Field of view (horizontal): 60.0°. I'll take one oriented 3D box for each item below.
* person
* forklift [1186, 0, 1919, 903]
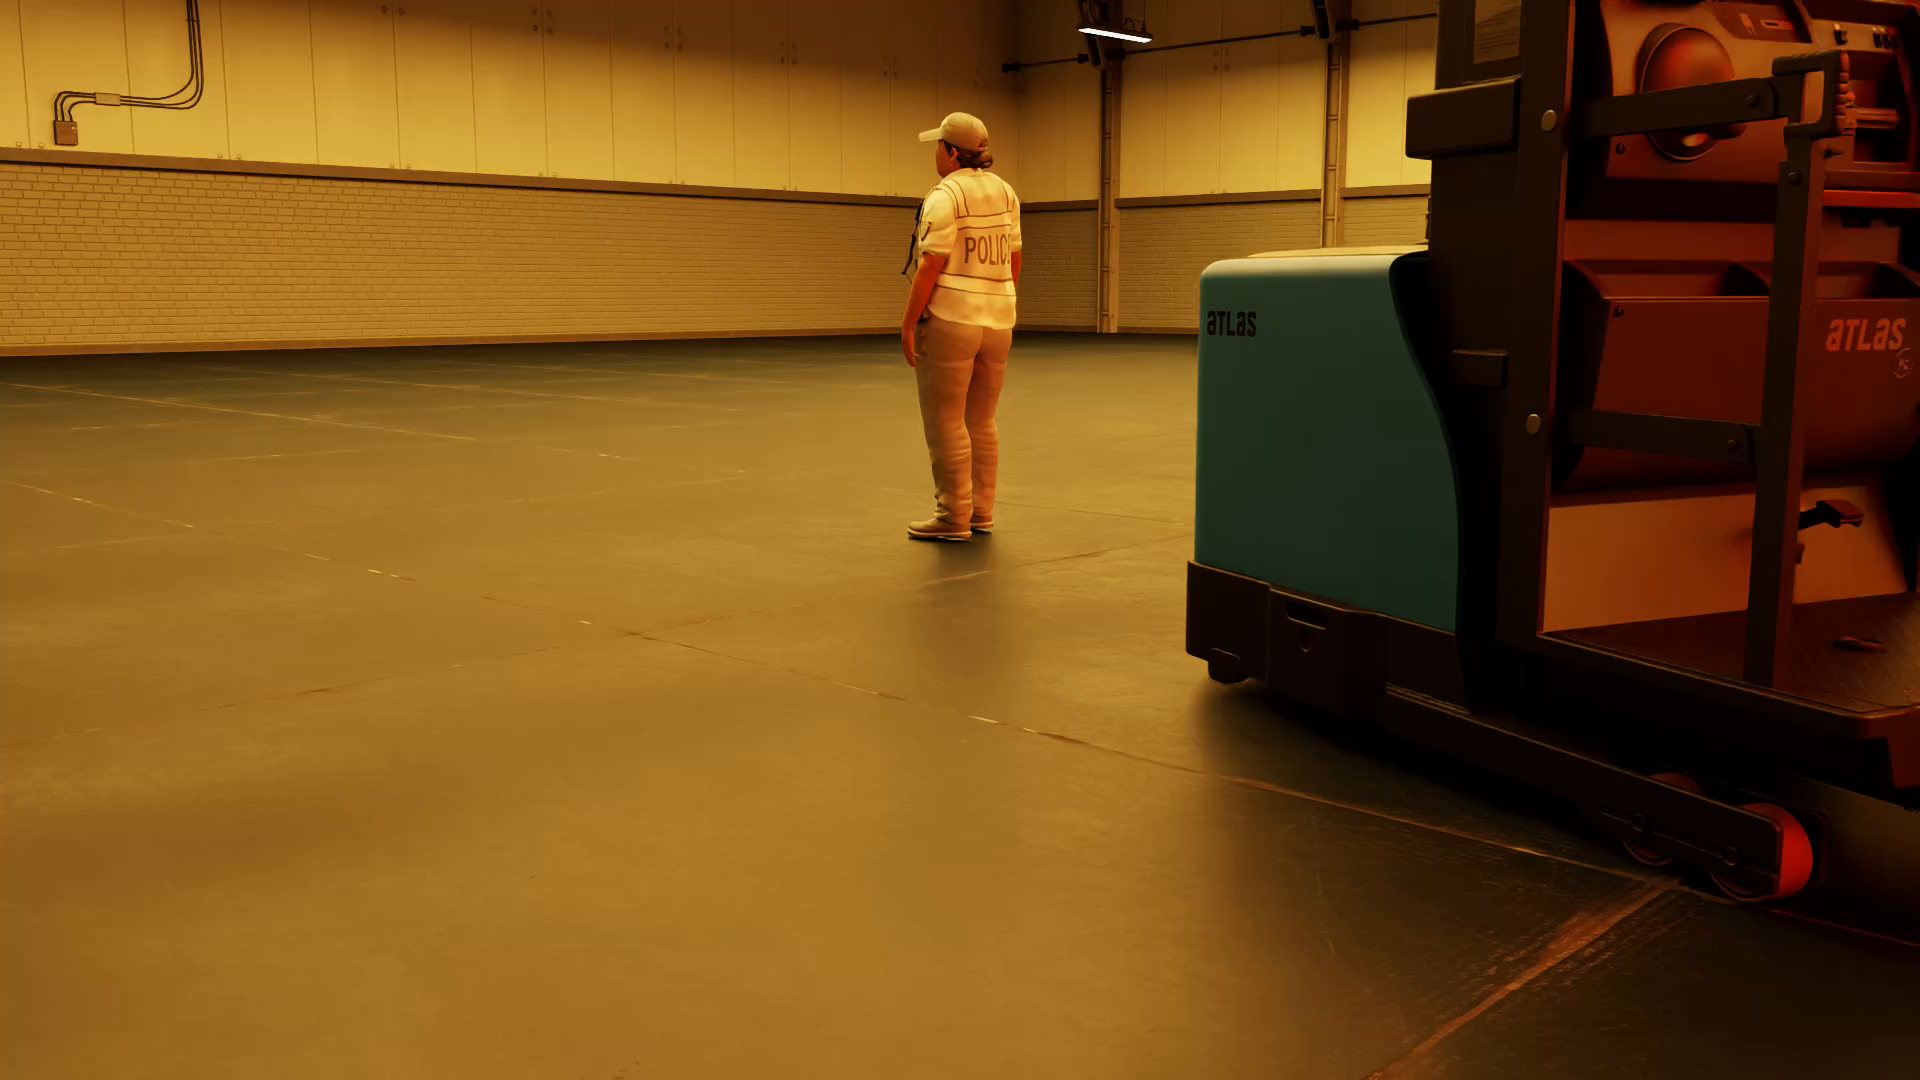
[{"bbox_3d":[-0.040,-0.842,6.661,0.529,1.670,0.599,8,12,43],"label":"person"},{"bbox_3d":[1.658,-0.923,3.005,1.130,2.935,3.031,-4,9,-24],"label":"forklift"}]
